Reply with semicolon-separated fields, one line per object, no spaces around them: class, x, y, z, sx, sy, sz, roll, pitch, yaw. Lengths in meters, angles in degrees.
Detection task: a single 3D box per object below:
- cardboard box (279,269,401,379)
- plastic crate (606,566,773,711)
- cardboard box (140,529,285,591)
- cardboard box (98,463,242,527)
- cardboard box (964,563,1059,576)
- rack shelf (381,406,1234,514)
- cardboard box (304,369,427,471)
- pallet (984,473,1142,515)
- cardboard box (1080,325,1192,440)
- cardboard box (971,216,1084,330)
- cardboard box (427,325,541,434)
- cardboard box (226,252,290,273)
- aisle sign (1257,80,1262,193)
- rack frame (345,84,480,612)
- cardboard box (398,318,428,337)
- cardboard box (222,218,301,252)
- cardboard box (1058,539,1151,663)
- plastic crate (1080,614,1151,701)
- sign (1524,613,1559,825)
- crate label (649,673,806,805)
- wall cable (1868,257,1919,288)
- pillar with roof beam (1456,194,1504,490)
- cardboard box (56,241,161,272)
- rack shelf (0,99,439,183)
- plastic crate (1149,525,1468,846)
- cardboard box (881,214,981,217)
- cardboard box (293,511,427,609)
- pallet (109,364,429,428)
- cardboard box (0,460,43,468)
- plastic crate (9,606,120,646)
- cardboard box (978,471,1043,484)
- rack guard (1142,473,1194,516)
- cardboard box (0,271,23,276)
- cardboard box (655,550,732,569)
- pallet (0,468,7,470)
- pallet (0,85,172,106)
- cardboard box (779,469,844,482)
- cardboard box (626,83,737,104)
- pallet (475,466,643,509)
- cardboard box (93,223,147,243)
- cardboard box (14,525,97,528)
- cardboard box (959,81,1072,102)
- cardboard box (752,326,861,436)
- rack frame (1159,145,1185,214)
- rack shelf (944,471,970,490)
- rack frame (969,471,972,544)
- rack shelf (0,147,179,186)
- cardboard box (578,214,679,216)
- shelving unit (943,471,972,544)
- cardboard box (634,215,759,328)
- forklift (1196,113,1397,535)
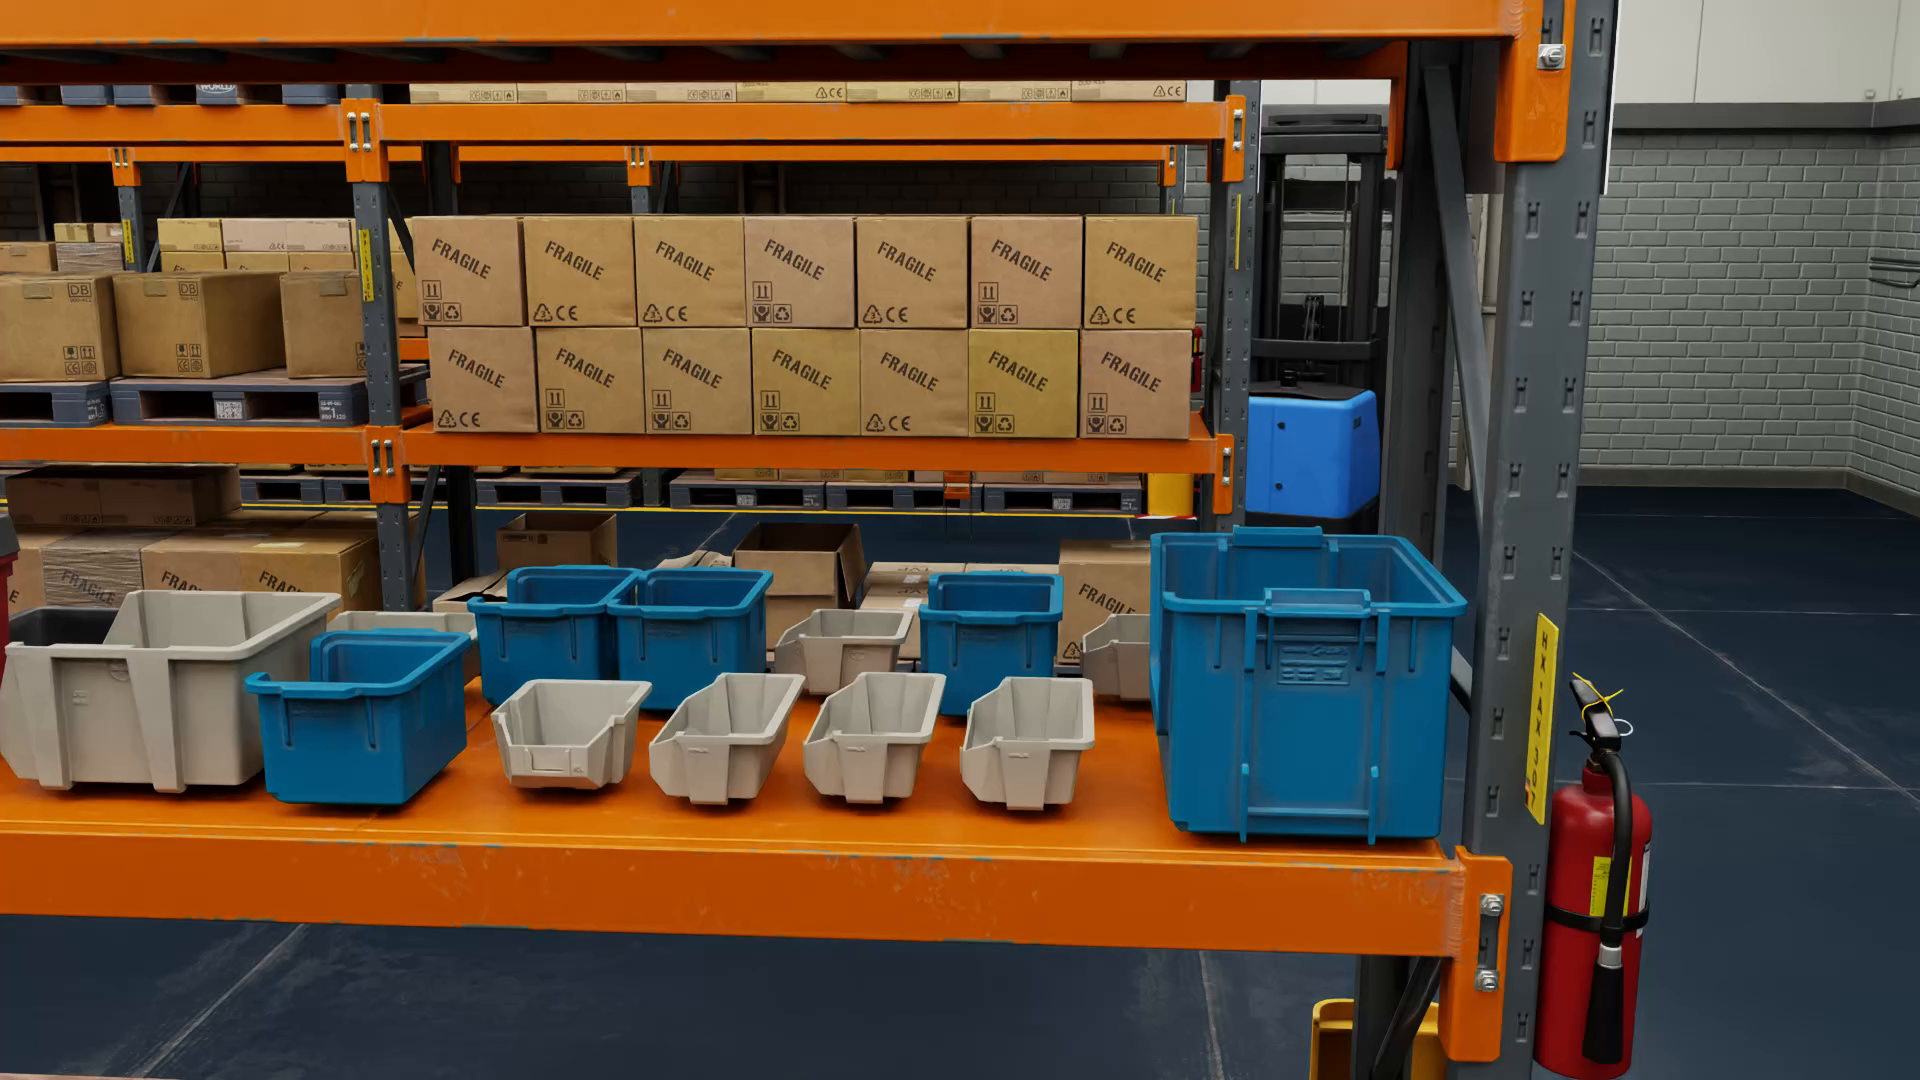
cardboard box;-3.160;-1.119;8.522;0.500;0.500;0.700;-3;12;-15
plastic crate;-0.584;0.218;3.661;0.300;0.233;0.416;1;12;4
cardboard box;-3.707;0.239;8.329;0.500;0.500;0.500;1;12;4
cardboard box;-4.167;-0.241;8.794;0.500;0.250;0.500;1;12;4
cardboard box;0.266;0.301;8.646;0.500;0.250;0.500;1;12;4
rack shelf;-0.707;-0.433;8.268;4.000;0.370;1.077;1;12;4
cardboard box;-4.768;-0.982;13.362;0.750;0.750;0.750;1;12;3
pallet;0.813;-0.400;13.163;1.213;0.211;1.003;1;12;4
cardboard box;0.824;-0.757;7.817;0.500;0.500;0.500;1;12;5
cardboard box;0.322;-1.253;7.744;0.500;0.500;0.500;1;12;5
cardboard box;-2.212;-0.799;8.016;0.500;0.500;0.500;1;12;5
cardboard box;-5.377;-2.015;13.057;0.500;0.500;0.500;1;12;6
aisle sign;1.336;-1.967;7.494;0.004;0.787;0.394;1;12;4
rack frame;-2.702;-0.812;8.325;0.127;3.000;1.000;1;12;4
cardboard box;-4.260;-1.690;13.087;0.250;0.149;0.380;1;12;6
cardboard box;-5.394;-2.384;12.990;0.500;0.250;0.500;1;12;3
cardboard box;0.730;0.293;8.070;0.500;0.500;0.500;1;12;4
plastic crate;0.415;0.262;3.687;0.298;0.136;0.250;1;12;4
sign;0.933;0.287;2.671;0.005;0.325;0.100;1;12;4
crate label;-0.440;0.374;3.151;0.243;0.136;0.396;1;12;4
wall cable;7.235;-3.036;11.887;0.112;2.526;3.097;1;12;4
pillar with roof beam;4.080;-3.966;8.751;0.400;9.000;9.100;1;12;4
cardboard box;-6.836;-2.148;13.391;0.500;0.500;0.700;-1;12;-3
rack shelf;-4.698;-1.956;8.223;4.000;0.370;1.077;1;12;4
plastic crate;0.607;0.241;3.056;0.499;0.435;0.616;1;12;4
cardboard box;-0.158;-1.369;8.302;0.500;0.500;0.500;1;12;5
cardboard box;-3.169;0.139;8.806;0.500;0.500;0.500;0;12;1
pallet;-3.493;-0.752;8.504;1.213;0.211;1.003;1;12;4
cardboard box;-7.594;-0.901;13.779;0.500;0.500;0.700;1;12;4
plastic crate;-1.902;0.265;3.699;0.590;0.125;0.437;1;12;4
cardboard box;0.412;-0.748;13.096;0.500;0.500;0.700;1;12;4
rack guard;1.640;-0.546;13.156;0.348;0.500;1.175;1;12;4
cardboard box;-5.158;-1.084;8.356;0.500;0.500;0.700;3;12;14
cardboard box;-1.367;0.249;8.746;0.500;0.311;0.500;1;12;4
pallet;-8.360;-0.542;13.846;1.213;0.211;1.003;1;12;4
pallet;-4.383;-2.225;8.213;1.003;0.211;1.213;1;12;4
cardboard box;-1.135;-0.768;13.191;0.500;0.500;0.700;1;12;3
cardboard box;-1.236;-2.135;7.689;0.500;0.250;0.500;1;12;4
pallet;-3.150;-0.455;13.426;1.213;0.211;1.003;1;12;4
cardboard box;-6.712;-2.459;13.297;0.250;0.149;0.380;-1;12;-4
cardboard box;-4.704;0.119;8.903;0.500;0.500;0.500;0;12;2
cardboard box;0.260;-2.115;7.591;0.500;0.250;0.500;1;12;4
cardboard box;-0.695;-0.778;7.919;0.500;0.500;0.500;1;12;3
rack frame;1.616;-1.770;12.902;0.127;3.000;1.000;1;12;4
rack shelf;-0.014;-0.427;11.680;0.180;0.103;0.258;1;12;4
rack frame;0.077;-0.586;11.640;0.006;1.200;0.240;1;12;4
rack shelf;-8.362;-3.023;13.322;4.000;0.370;1.077;1;12;4
cardboard box;-1.669;-1.390;8.402;0.500;0.500;0.500;1;12;3
shelving unit;-0.014;-0.587;11.646;0.189;1.200;0.258;1;12;4
cardboard box;-1.223;-1.273;7.840;0.500;0.500;0.500;0;12;2
forklift;2.708;-1.590;12.209;1.130;2.935;3.031;6;13;25
